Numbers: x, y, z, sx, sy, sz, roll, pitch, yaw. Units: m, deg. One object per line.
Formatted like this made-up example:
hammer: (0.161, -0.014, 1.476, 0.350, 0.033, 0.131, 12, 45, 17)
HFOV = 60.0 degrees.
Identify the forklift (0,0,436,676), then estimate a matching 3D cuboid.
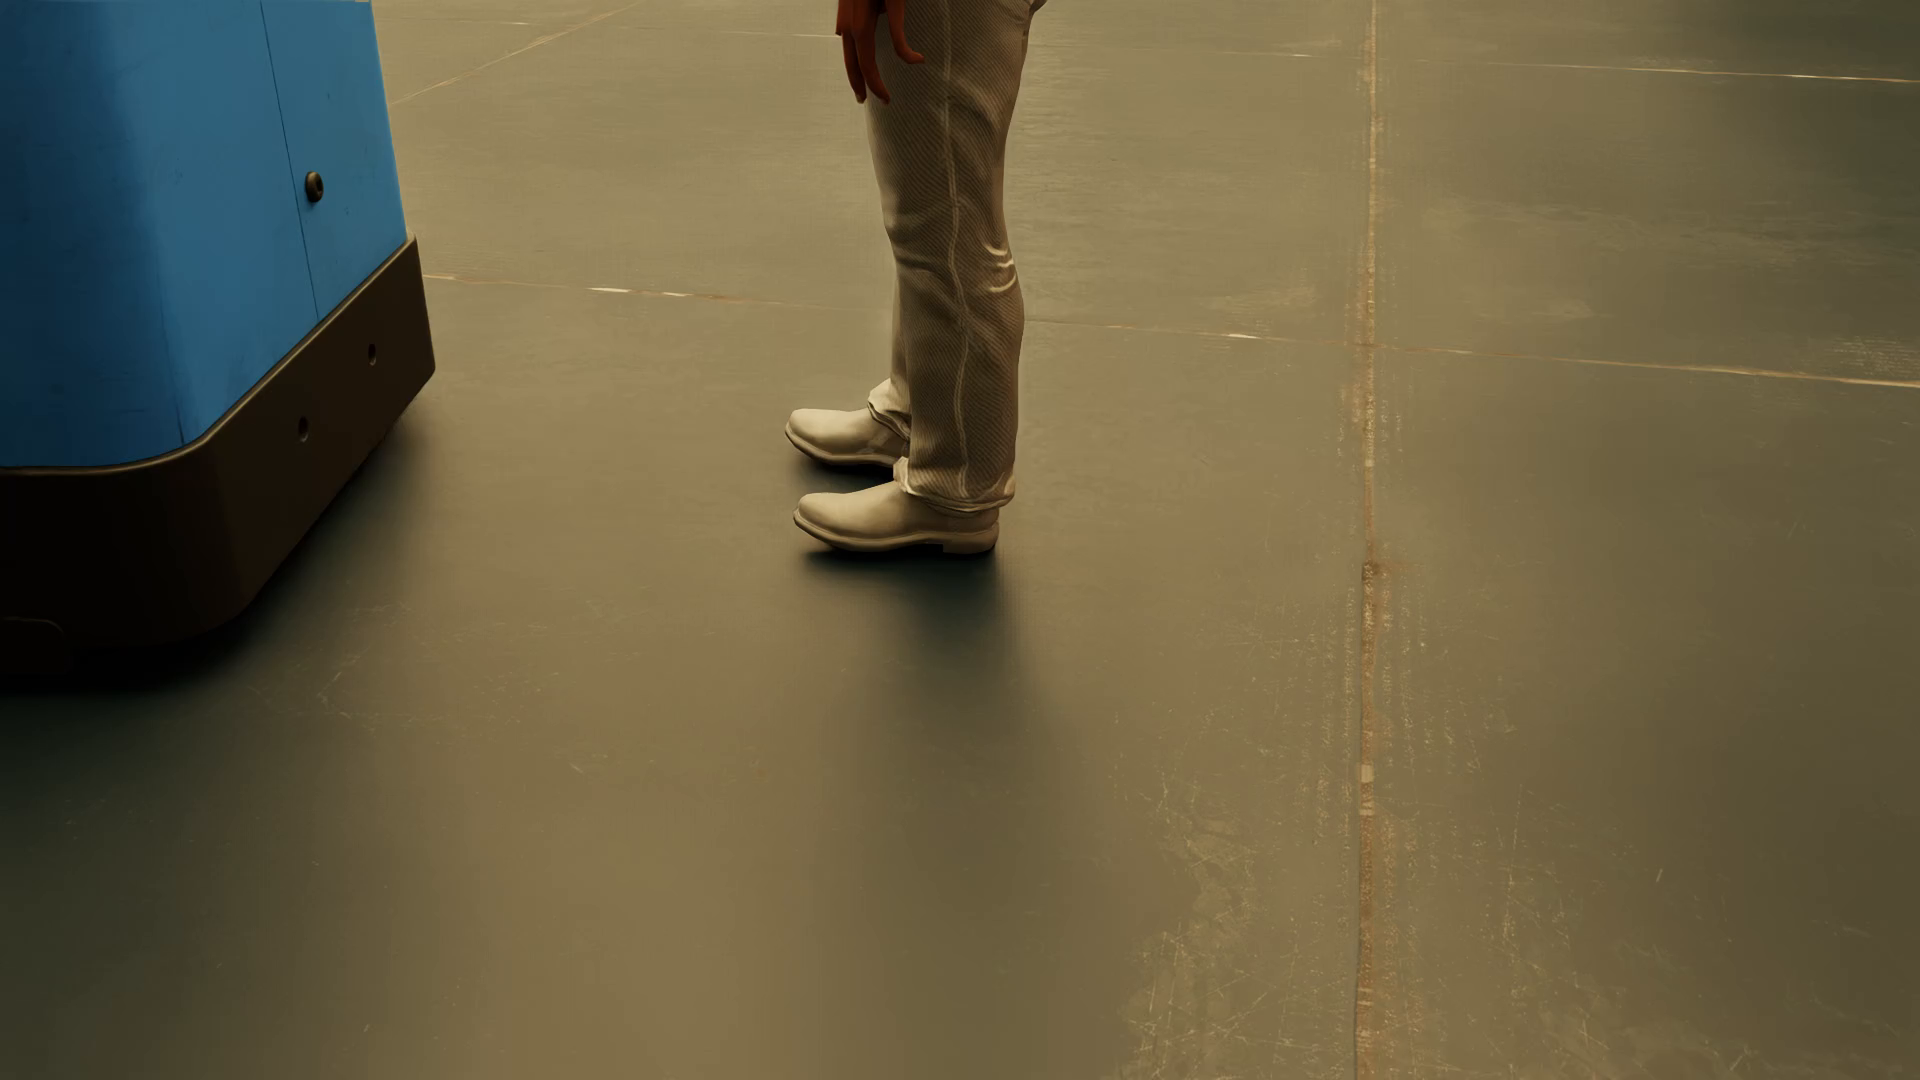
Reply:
forklift: (-2.441, -1.350, 1.922, 3.031, 2.935, 1.130, 0, 27, 0)

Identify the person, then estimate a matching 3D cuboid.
person: (-0.066, -0.804, 2.117, 0.577, 1.765, 0.666, 6, 27, 11)
